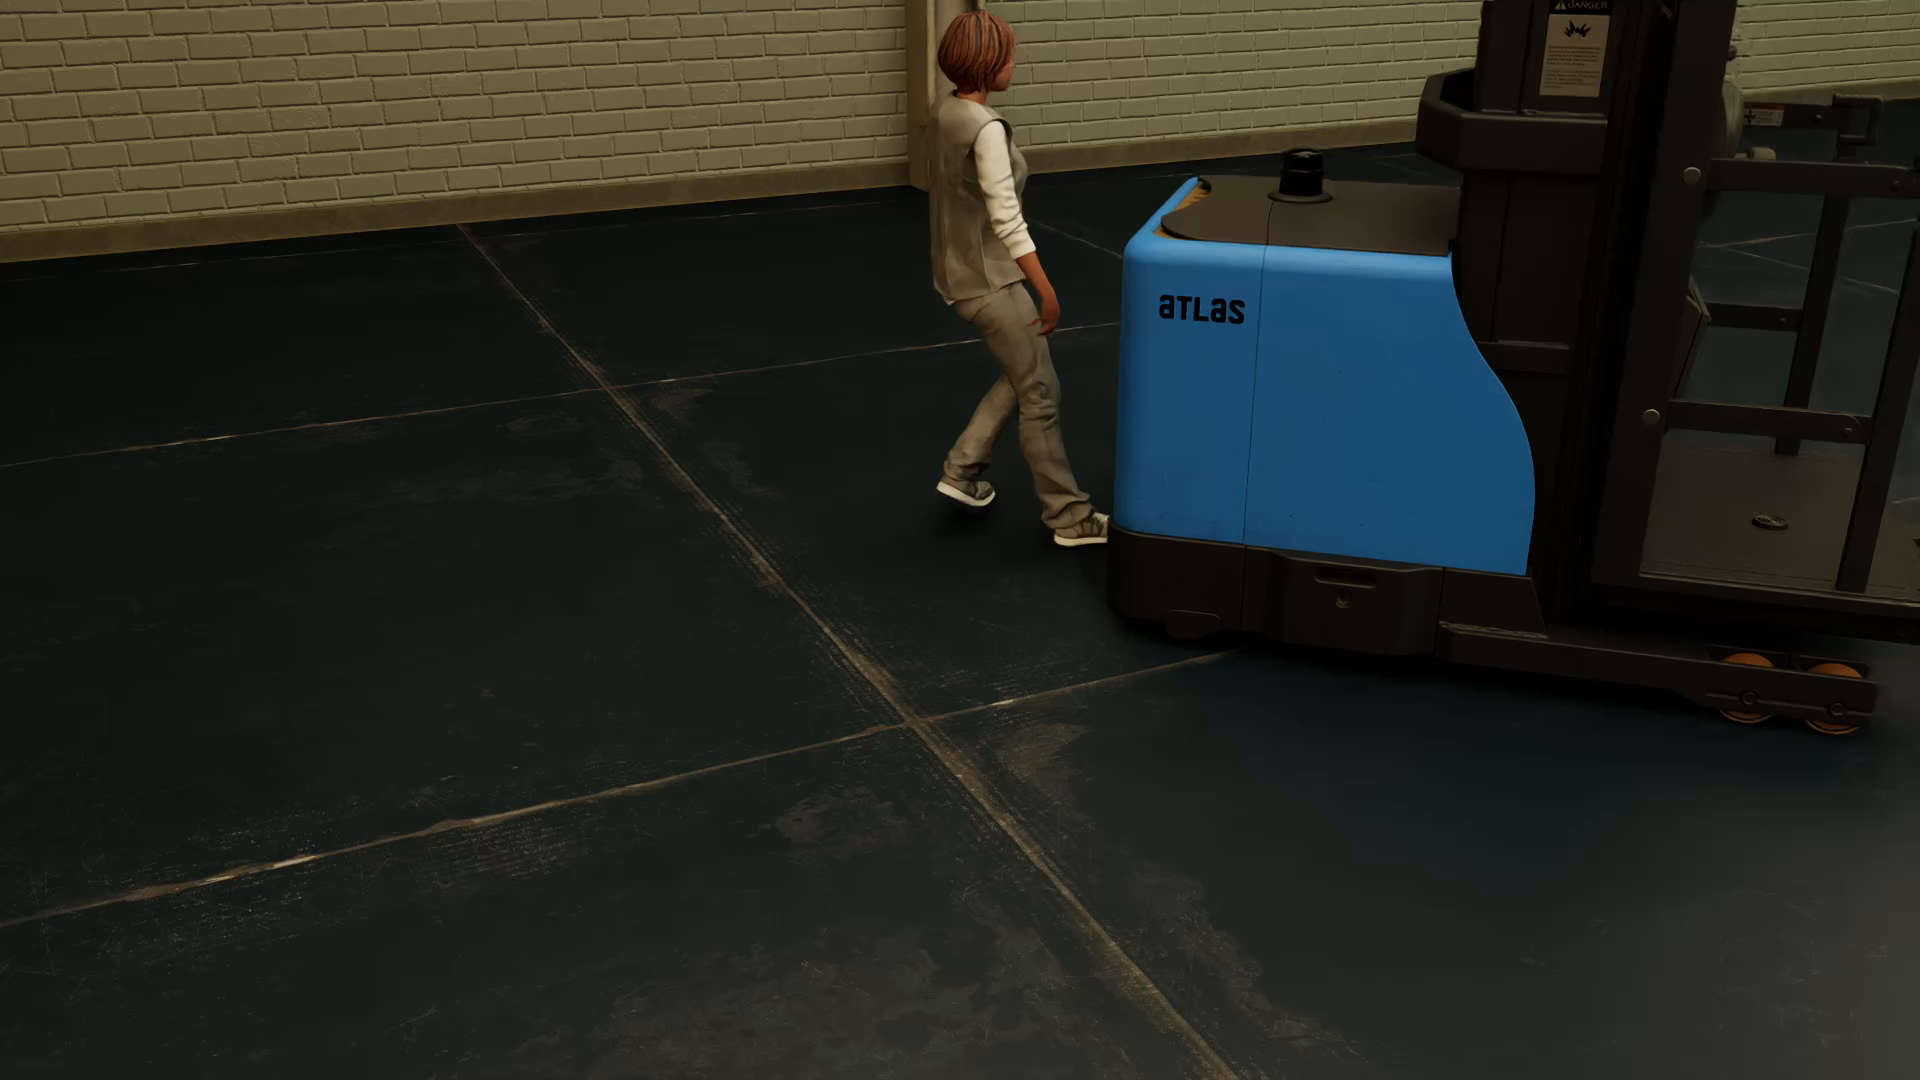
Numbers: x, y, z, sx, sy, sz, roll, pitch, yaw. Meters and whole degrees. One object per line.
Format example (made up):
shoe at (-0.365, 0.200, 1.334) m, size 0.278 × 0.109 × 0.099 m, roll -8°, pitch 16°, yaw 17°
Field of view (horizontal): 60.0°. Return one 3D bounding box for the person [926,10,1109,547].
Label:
person at (0.209, -0.784, 4.978) m, size 0.587 × 1.538 × 0.585 m, roll -5°, pitch 23°, yaw -13°

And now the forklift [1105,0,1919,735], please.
forklift at (1.969, -1.115, 3.971) m, size 3.031 × 2.935 × 1.130 m, roll 7°, pitch 23°, yaw 15°
